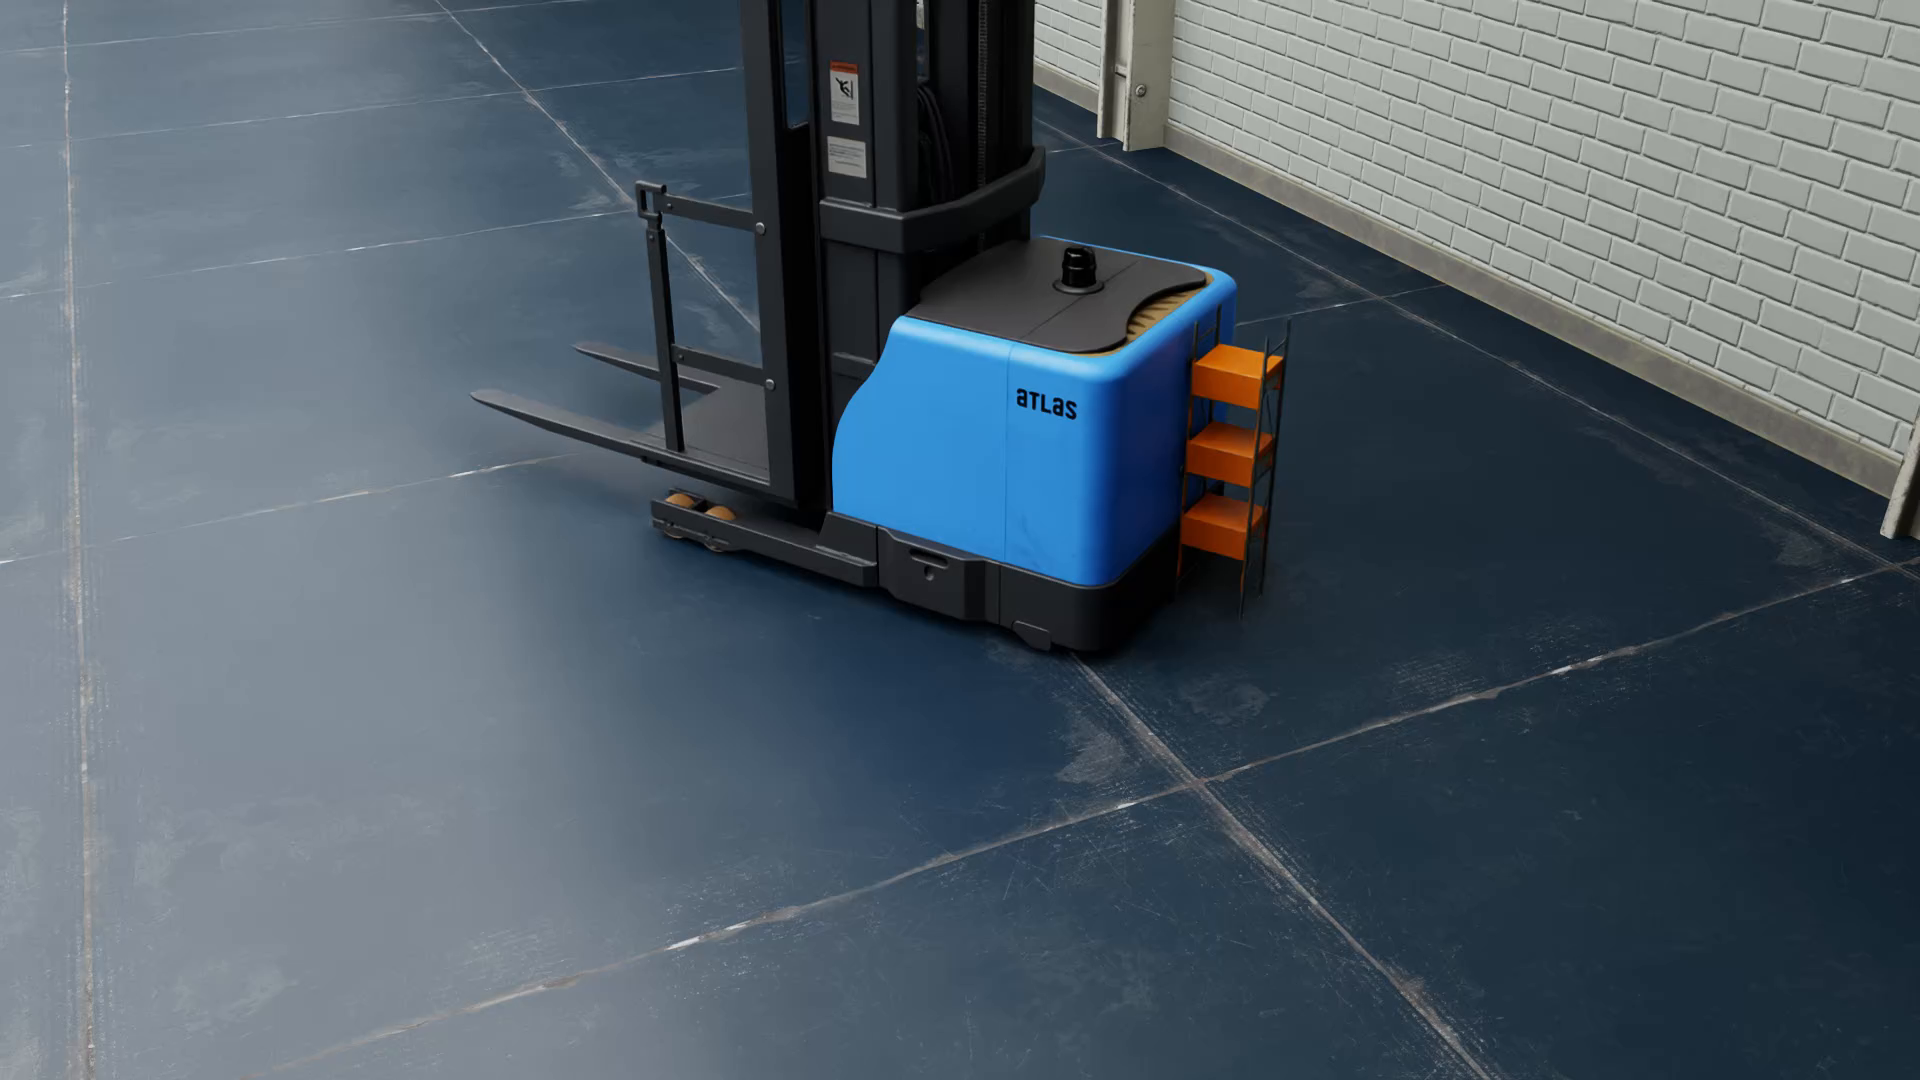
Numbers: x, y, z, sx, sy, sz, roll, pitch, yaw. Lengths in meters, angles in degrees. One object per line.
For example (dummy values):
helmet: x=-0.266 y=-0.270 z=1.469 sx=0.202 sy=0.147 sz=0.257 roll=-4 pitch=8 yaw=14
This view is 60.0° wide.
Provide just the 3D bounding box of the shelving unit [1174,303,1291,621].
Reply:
shelving unit: x=0.914 y=-0.251 z=5.624 sx=0.252 sy=1.050 sz=0.215 roll=17 pitch=33 yaw=27

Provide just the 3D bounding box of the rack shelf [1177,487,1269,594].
rack shelf: x=0.914 y=0.001 z=5.765 sx=0.240 sy=0.259 sz=0.215 roll=17 pitch=33 yaw=27

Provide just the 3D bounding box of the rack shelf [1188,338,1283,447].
rack shelf: x=0.914 y=-0.489 z=5.491 sx=0.240 sy=0.259 sz=0.215 roll=17 pitch=33 yaw=27

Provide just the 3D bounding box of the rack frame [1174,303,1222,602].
rack frame: x=0.810 y=-0.282 z=5.680 sx=0.008 sy=1.050 sz=0.200 roll=17 pitch=33 yaw=27

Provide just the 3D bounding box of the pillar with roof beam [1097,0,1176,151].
pillar with roof beam: x=-2.759 y=-5.644 z=7.115 sx=9.100 sy=9.000 sz=0.400 roll=-13 pitch=32 yaw=-22

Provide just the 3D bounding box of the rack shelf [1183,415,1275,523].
rack shelf: x=0.914 y=-0.242 z=5.629 sx=0.240 sy=0.259 sz=0.215 roll=17 pitch=33 yaw=27

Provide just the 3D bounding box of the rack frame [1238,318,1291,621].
rack frame: x=1.018 y=-0.220 z=5.569 sx=0.008 sy=1.050 sz=0.200 roll=17 pitch=33 yaw=27

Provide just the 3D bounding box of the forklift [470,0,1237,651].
forklift: x=-0.561 y=-1.436 z=5.815 sx=3.031 sy=2.935 sz=1.130 roll=17 pitch=33 yaw=27
